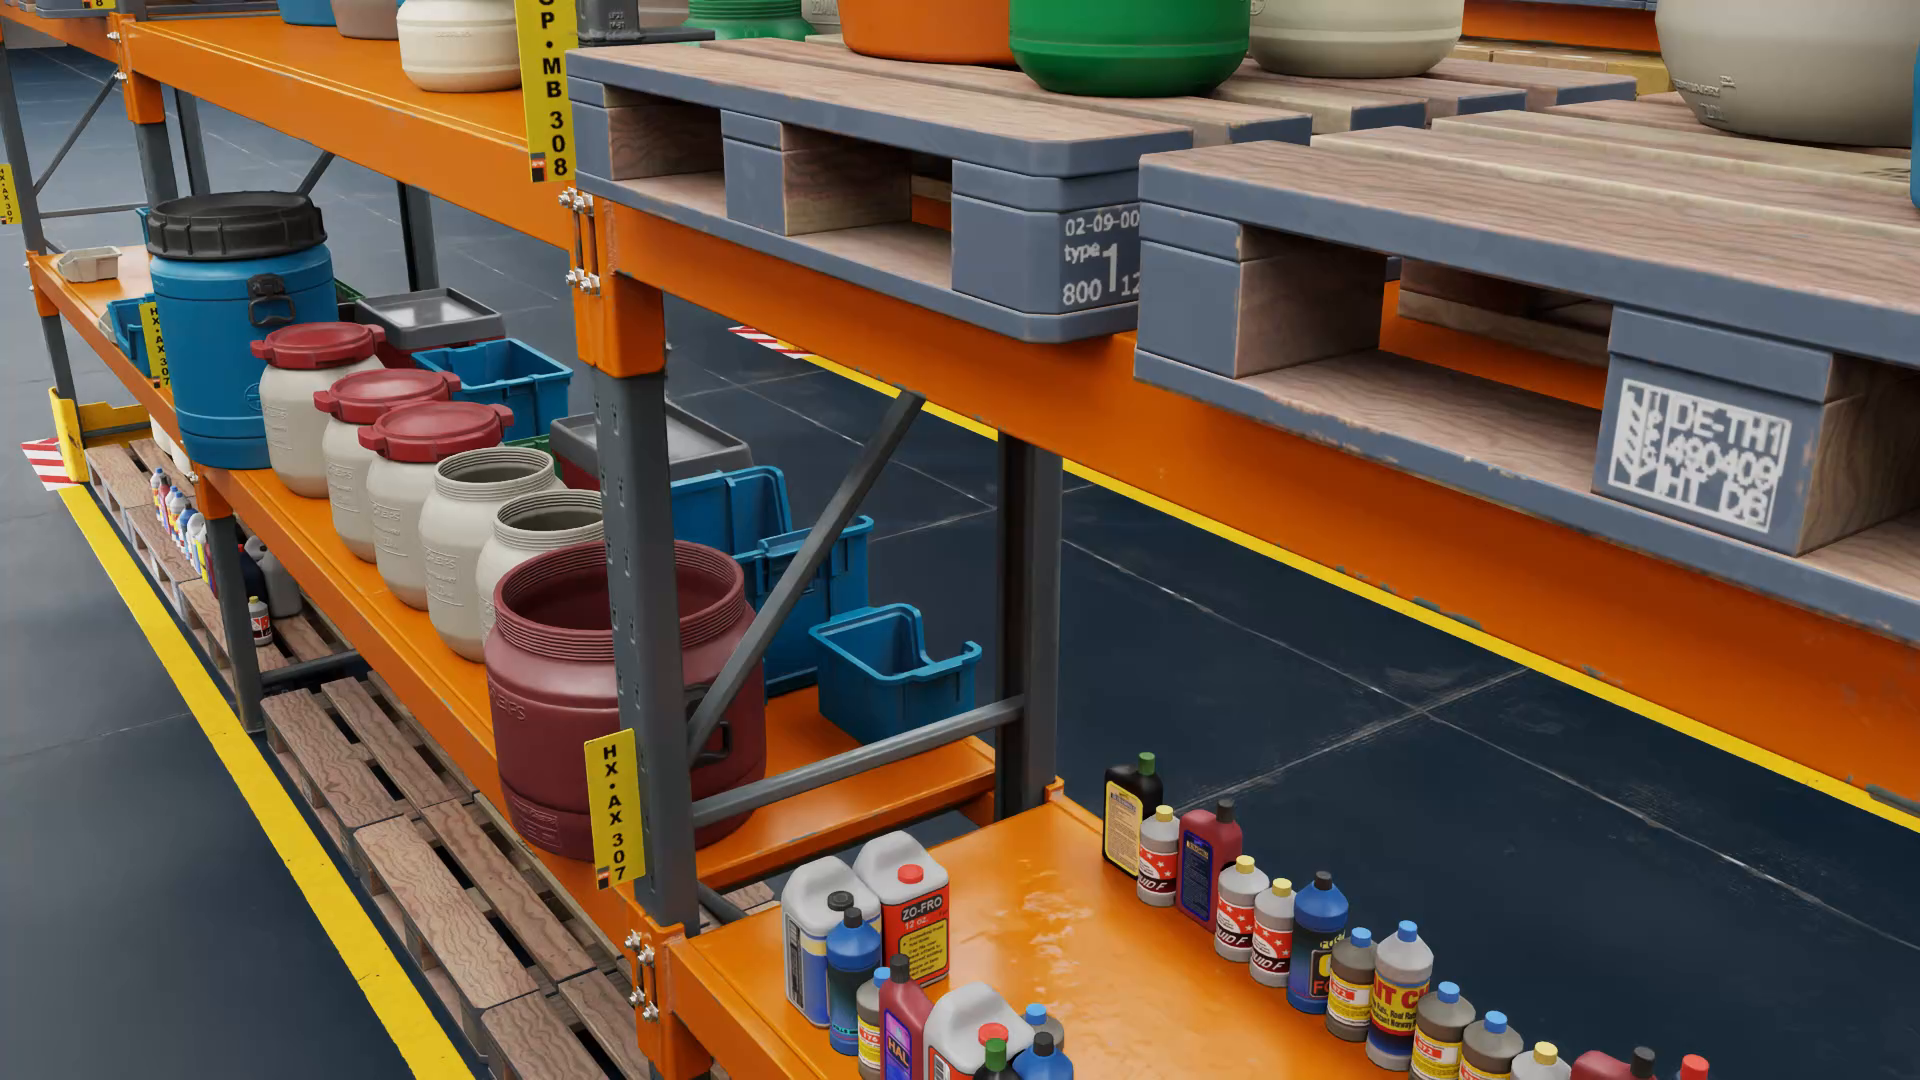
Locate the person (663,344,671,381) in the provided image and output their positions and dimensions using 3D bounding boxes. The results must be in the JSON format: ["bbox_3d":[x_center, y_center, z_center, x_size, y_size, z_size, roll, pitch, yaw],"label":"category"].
[{"bbox_3d":[-1.318,0.013,6.510,0.464,1.692,0.519,-7,23,-18],"label":"person"}]
